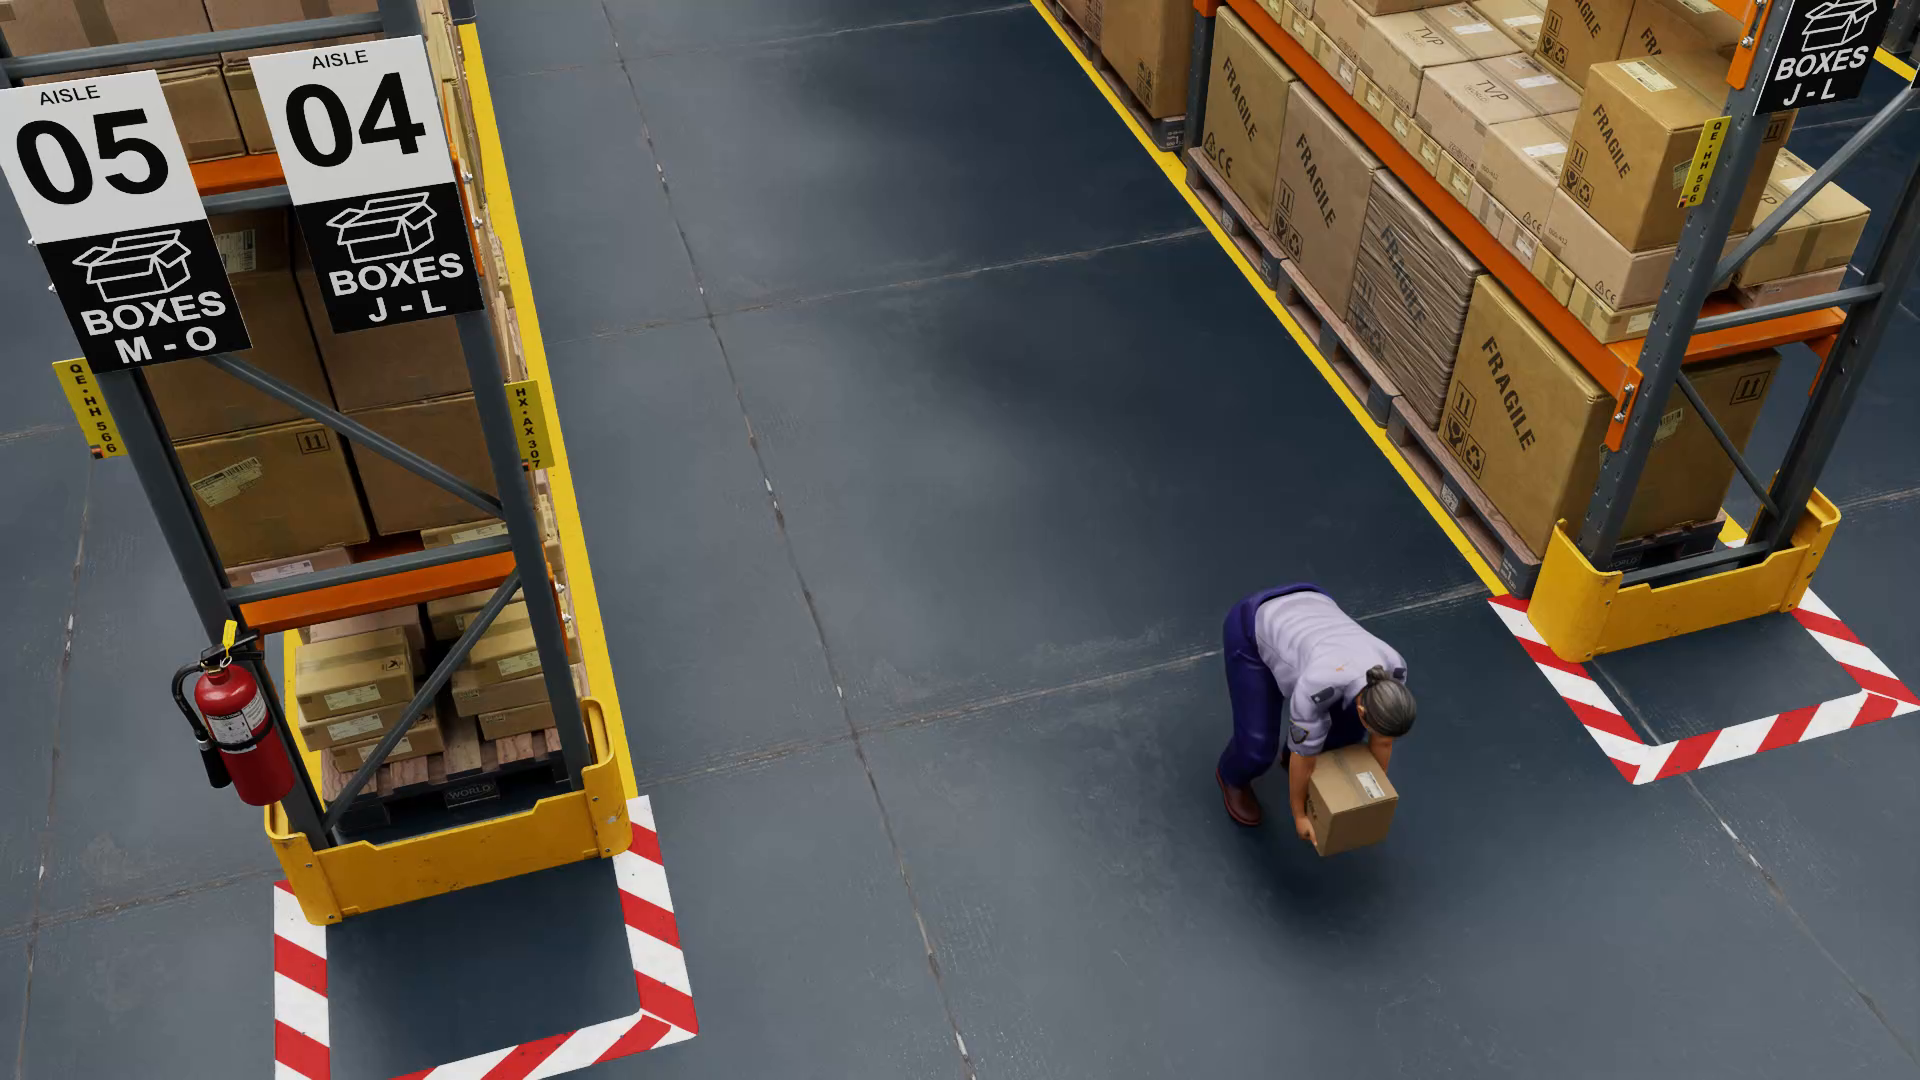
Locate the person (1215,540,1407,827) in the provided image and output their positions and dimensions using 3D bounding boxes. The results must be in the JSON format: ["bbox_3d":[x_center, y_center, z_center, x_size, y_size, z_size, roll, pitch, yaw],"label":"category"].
[{"bbox_3d":[1.217,0.453,5.775,0.446,1.525,0.633,-13,44,-14],"label":"person"}]
